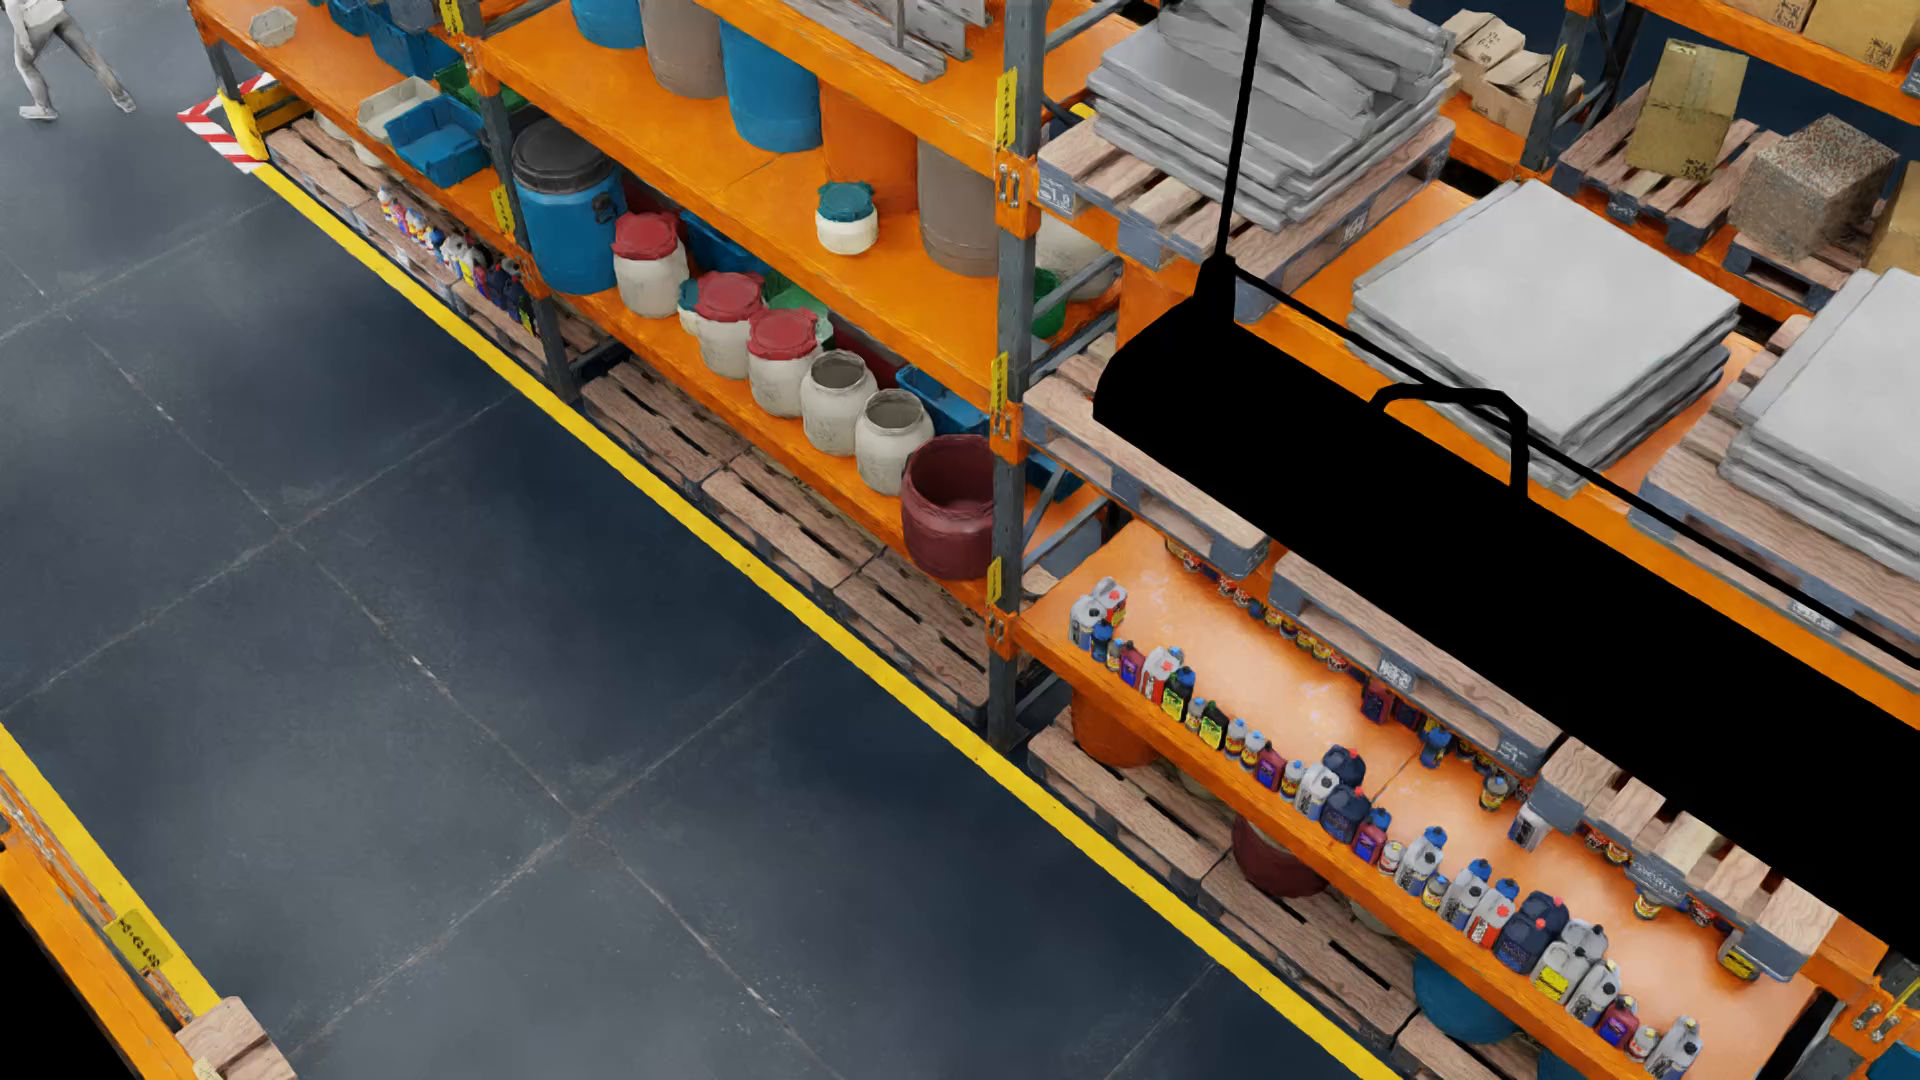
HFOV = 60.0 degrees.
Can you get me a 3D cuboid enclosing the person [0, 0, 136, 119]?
[{"bbox_3d":[-6.969,-3.947,12.635,0.811,1.608,0.630,21,53,17],"label":"person"}]
